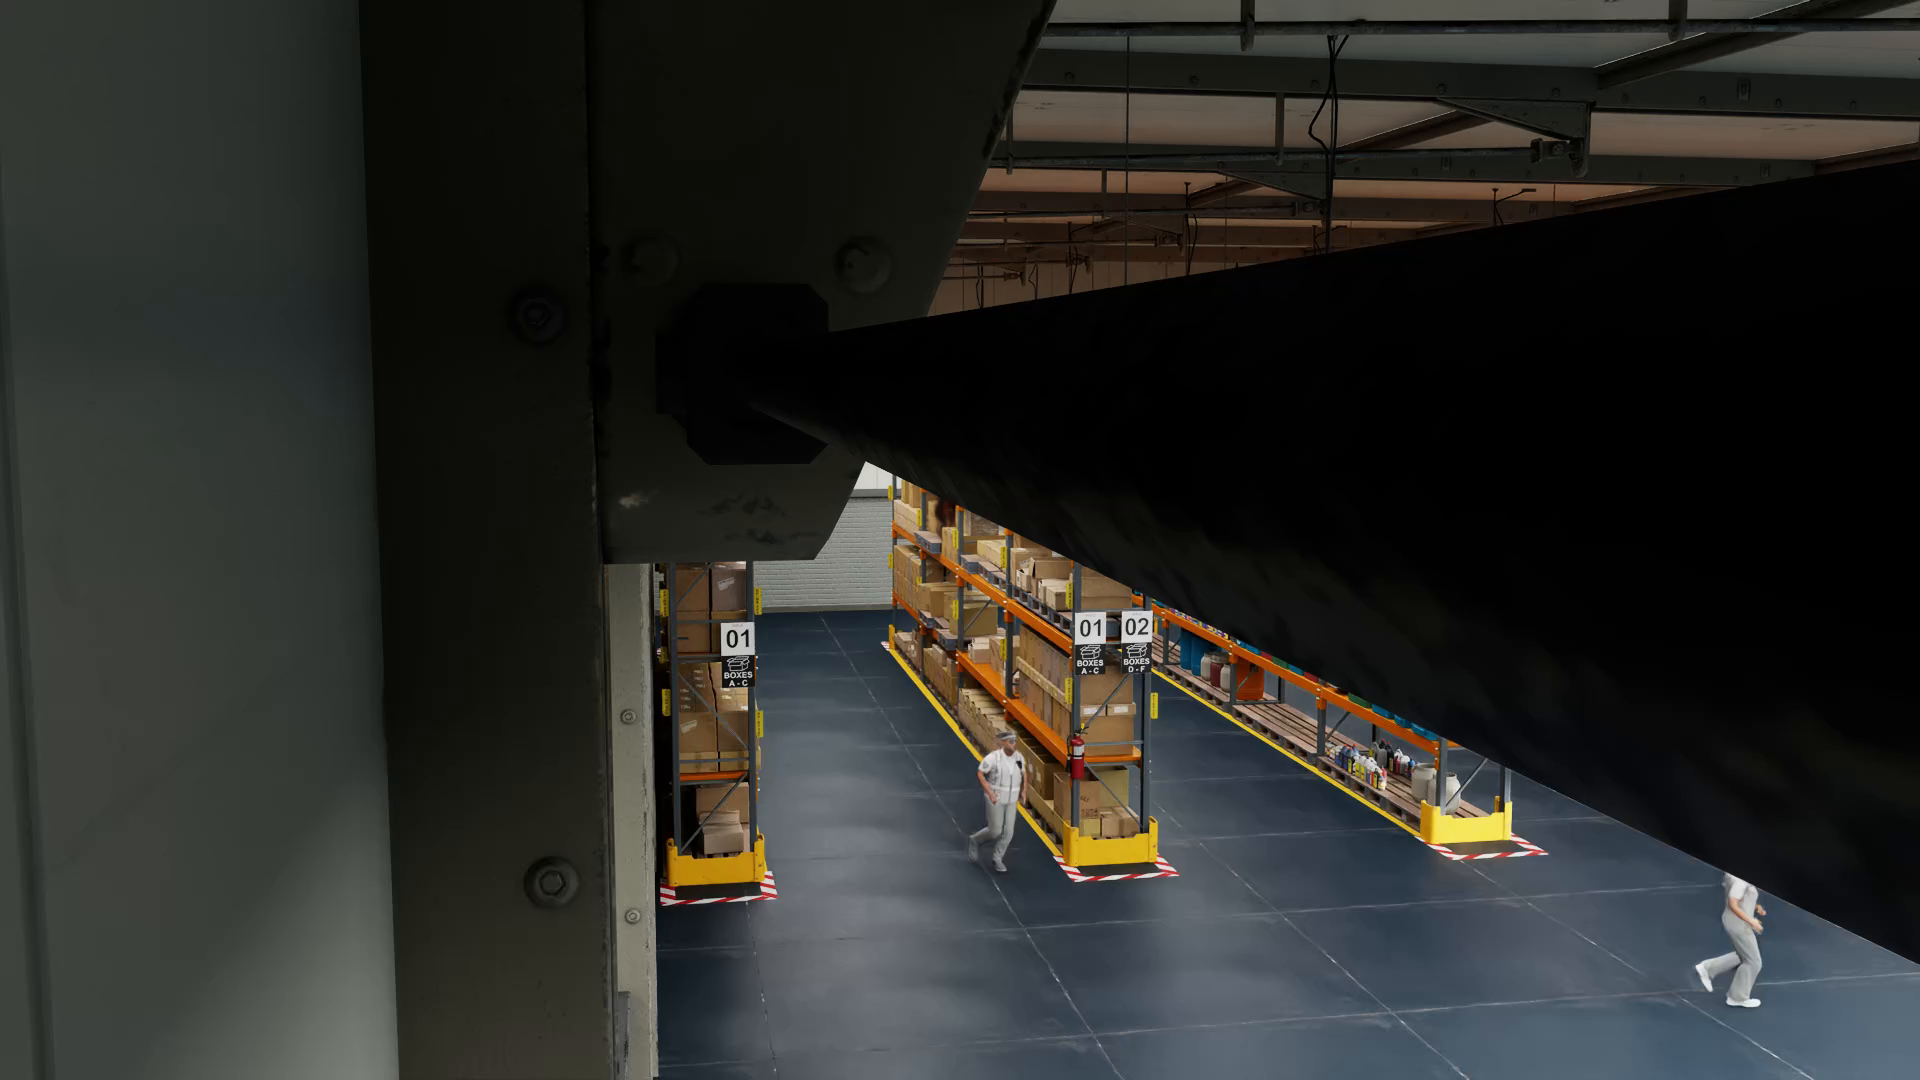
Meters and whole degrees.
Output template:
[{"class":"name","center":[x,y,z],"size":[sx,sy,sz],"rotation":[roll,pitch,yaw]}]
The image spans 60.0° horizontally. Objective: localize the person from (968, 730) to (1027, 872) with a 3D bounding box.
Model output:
[{"class":"person","center":[0.533,3.220,20.850],"size":[0.720,1.730,0.647],"rotation":[-4,7,-30]}]

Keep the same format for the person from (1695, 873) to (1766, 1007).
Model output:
[{"class":"person","center":[7.557,3.766,16.255],"size":[0.621,1.626,0.555],"rotation":[2,6,15]}]
